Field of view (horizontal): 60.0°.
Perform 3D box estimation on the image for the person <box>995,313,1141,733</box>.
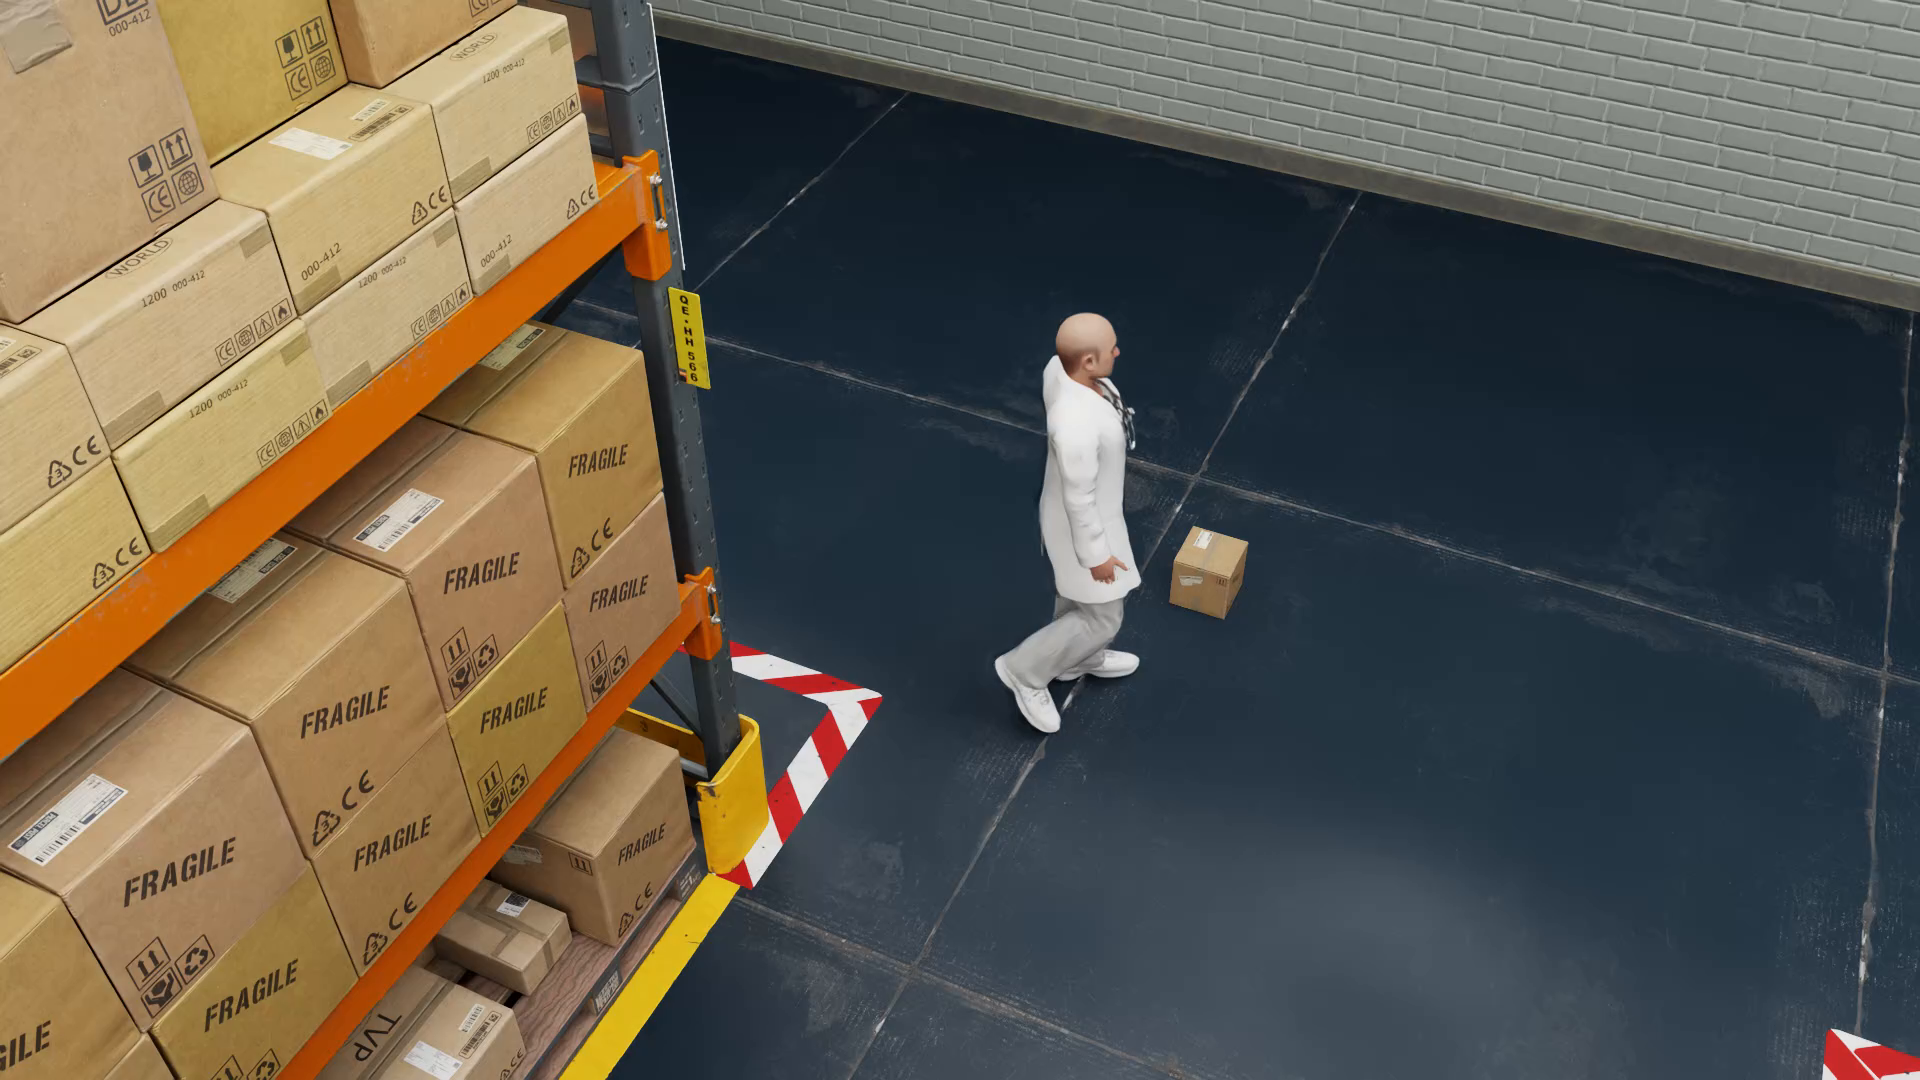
[{"bbox_3d":[0.441,-0.086,6.252,0.602,1.778,0.622,0,41,0],"label":"person"}]
